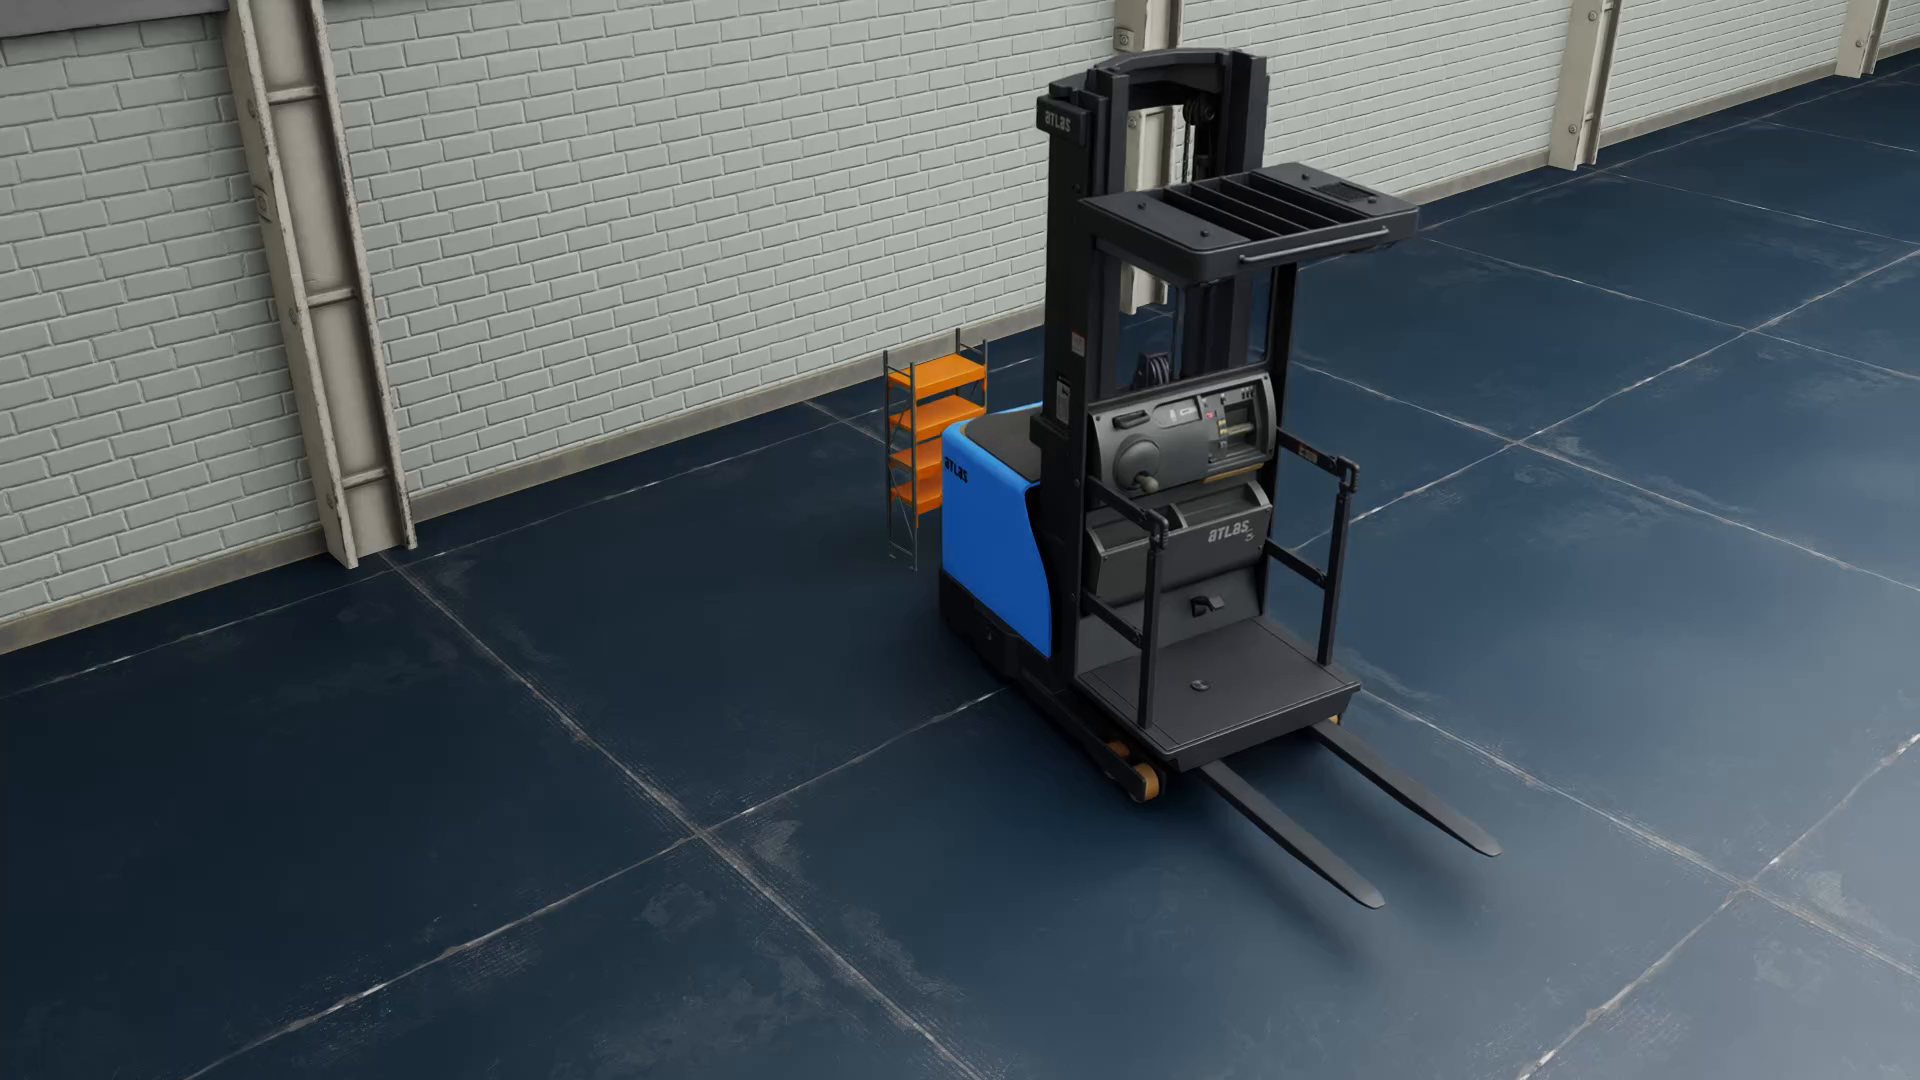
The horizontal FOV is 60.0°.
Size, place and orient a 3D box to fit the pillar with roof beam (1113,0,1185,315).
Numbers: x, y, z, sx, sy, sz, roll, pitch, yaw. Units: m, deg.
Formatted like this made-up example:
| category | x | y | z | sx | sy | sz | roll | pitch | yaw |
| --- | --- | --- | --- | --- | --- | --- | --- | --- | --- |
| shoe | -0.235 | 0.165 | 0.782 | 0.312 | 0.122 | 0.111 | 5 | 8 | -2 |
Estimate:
| category | x | y | z | sx | sy | sz | roll | pitch | yaw |
| --- | --- | --- | --- | --- | --- | --- | --- | --- | --- |
| pillar with roof beam | 4.116 | -4.219 | 7.597 | 0.400 | 9.000 | 9.100 | -22 | 35 | -35 |

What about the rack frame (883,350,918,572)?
| category | x | y | z | sx | sy | sz | roll | pitch | yaw |
| --- | --- | --- | --- | --- | --- | --- | --- | --- | --- |
| rack frame | -0.312 | -0.404 | 8.733 | 0.015 | 1.200 | 0.240 | -22 | 35 | -35 |

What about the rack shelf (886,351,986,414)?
| category | x | y | z | sx | sy | sz | roll | pitch | yaw |
| --- | --- | --- | --- | --- | --- | --- | --- | --- | --- |
| rack shelf | -0.126 | -0.825 | 8.687 | 0.480 | 0.148 | 0.258 | -22 | 35 | -35 |

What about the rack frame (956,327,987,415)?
| category | x | y | z | sx | sy | sz | roll | pitch | yaw |
| --- | --- | --- | --- | --- | --- | --- | --- | --- | --- |
| rack frame | 0.060 | -0.553 | 9.012 | 0.015 | 1.200 | 0.240 | -22 | 35 | -35 |

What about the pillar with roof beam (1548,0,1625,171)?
| category | x | y | z | sx | sy | sz | roll | pitch | yaw |
| --- | --- | --- | --- | --- | --- | --- | --- | --- | --- |
| pillar with roof beam | 8.681 | -6.054 | 11.031 | 0.400 | 9.000 | 9.100 | -22 | 35 | -35 |

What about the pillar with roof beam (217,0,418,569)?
| category | x | y | z | sx | sy | sz | roll | pitch | yaw |
| --- | --- | --- | --- | --- | --- | --- | --- | --- | --- |
| pillar with roof beam | -0.448 | -2.383 | 4.162 | 0.400 | 9.000 | 9.100 | -22 | 35 | -35 |

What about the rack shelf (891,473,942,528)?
| category | x | y | z | sx | sy | sz | roll | pitch | yaw |
| --- | --- | --- | --- | --- | --- | --- | --- | --- | --- |
| rack shelf | -0.126 | -0.244 | 8.998 | 0.480 | 0.148 | 0.258 | -22 | 35 | -35 |

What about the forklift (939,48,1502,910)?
| category | x | y | z | sx | sy | sz | roll | pitch | yaw |
| --- | --- | --- | --- | --- | --- | --- | --- | --- | --- |
| forklift | 1.071 | -0.415 | 6.918 | 1.130 | 2.935 | 3.031 | -15 | 32 | -26 |

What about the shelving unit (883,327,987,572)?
| category | x | y | z | sx | sy | sz | roll | pitch | yaw |
| --- | --- | --- | --- | --- | --- | --- | --- | --- | --- |
| shelving unit | -0.126 | -0.479 | 8.872 | 0.503 | 1.200 | 0.258 | -22 | 35 | -35 |

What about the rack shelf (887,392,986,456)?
| category | x | y | z | sx | sy | sz | roll | pitch | yaw |
| --- | --- | --- | --- | --- | --- | --- | --- | --- | --- |
| rack shelf | -0.126 | -0.616 | 8.799 | 0.480 | 0.148 | 0.258 | -22 | 35 | -35 |

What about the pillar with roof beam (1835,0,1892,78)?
| category | x | y | z | sx | sy | sz | roll | pitch | yaw |
| --- | --- | --- | --- | --- | --- | --- | --- | --- | --- |
| pillar with roof beam | 13.245 | -7.890 | 14.466 | 0.400 | 9.000 | 9.100 | -22 | 35 | -35 |

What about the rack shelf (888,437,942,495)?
| category | x | y | z | sx | sy | sz | roll | pitch | yaw |
| --- | --- | --- | --- | --- | --- | --- | --- | --- | --- |
| rack shelf | -0.126 | -0.419 | 8.904 | 0.480 | 0.148 | 0.258 | -22 | 35 | -35 |
